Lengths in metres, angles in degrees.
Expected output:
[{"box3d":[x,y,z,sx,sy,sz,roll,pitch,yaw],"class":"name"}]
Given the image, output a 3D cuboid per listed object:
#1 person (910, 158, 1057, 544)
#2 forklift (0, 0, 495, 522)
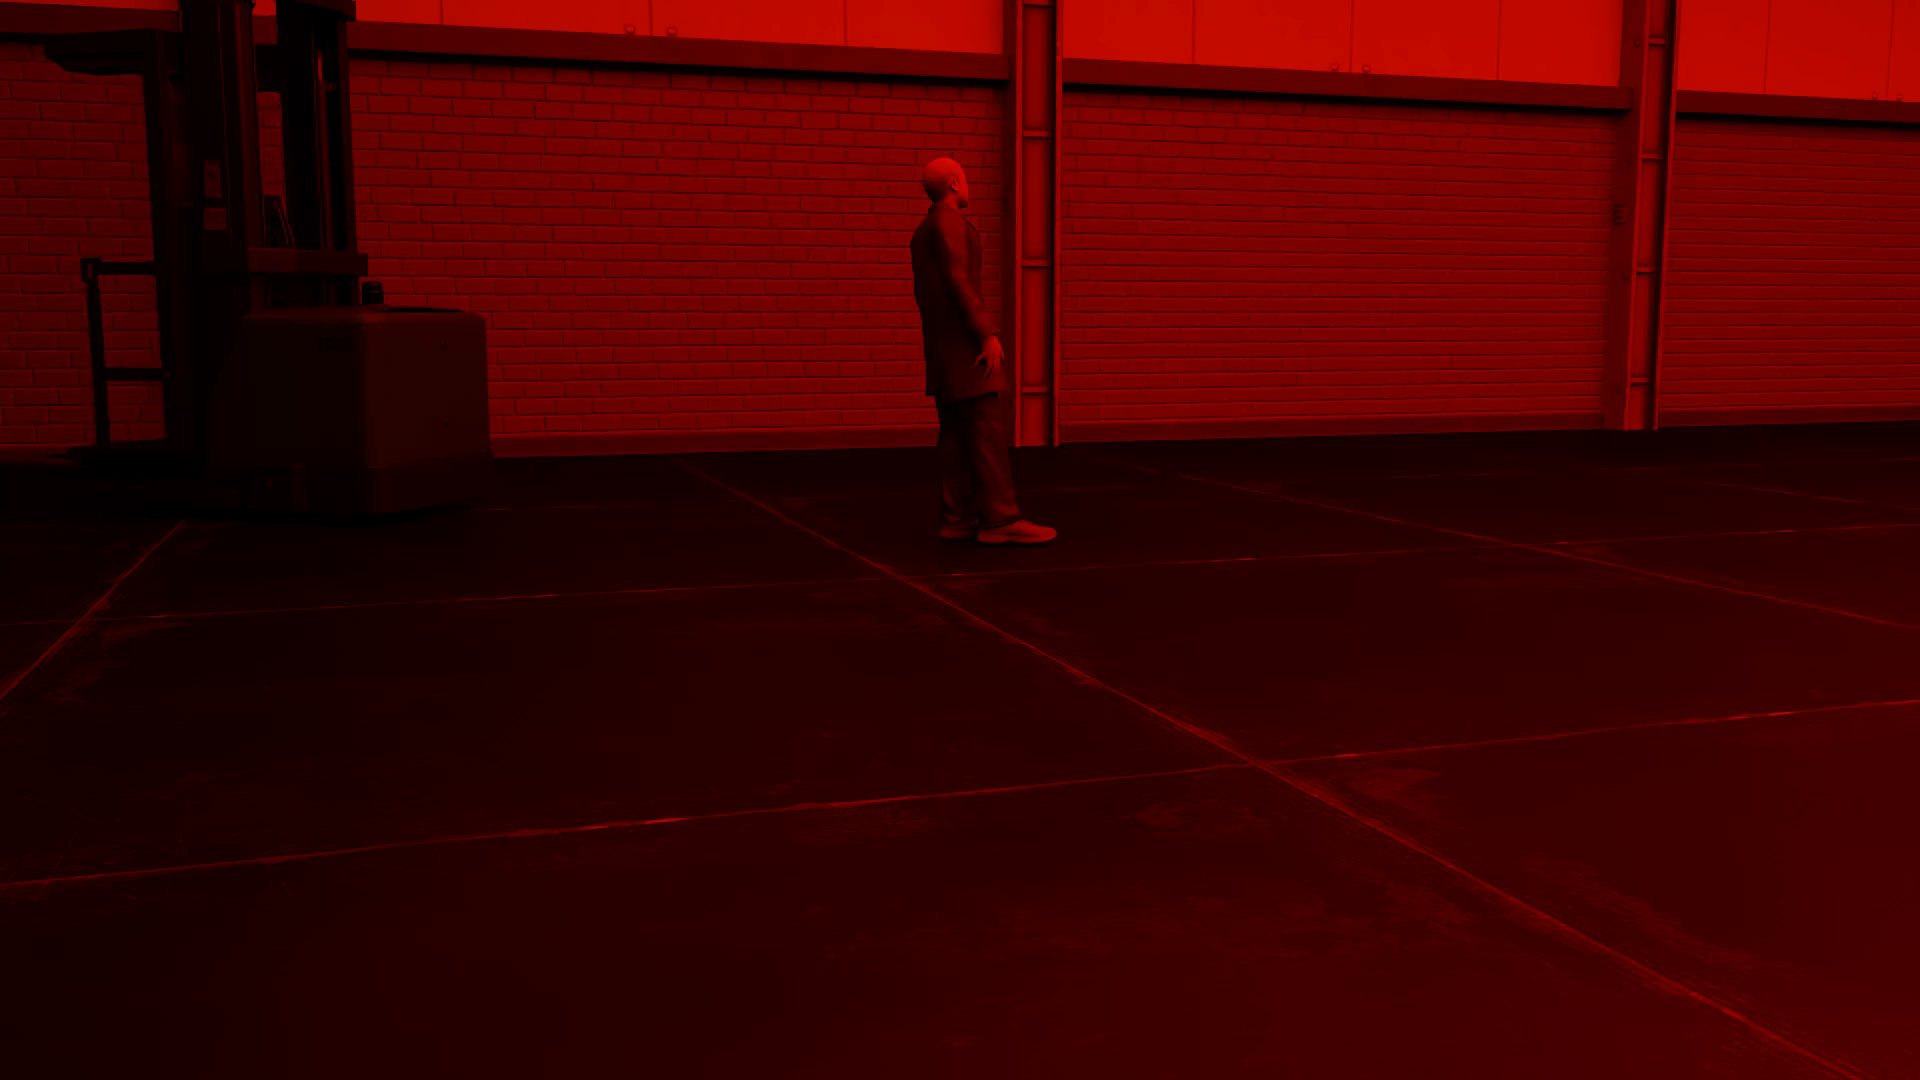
[{"box3d":[0.088,-0.891,7.827,0.582,1.776,0.696,-3,8,-18],"class":"person"},{"box3d":[-4.159,-1.641,9.111,3.031,2.935,1.130,3,8,19],"class":"forklift"}]
